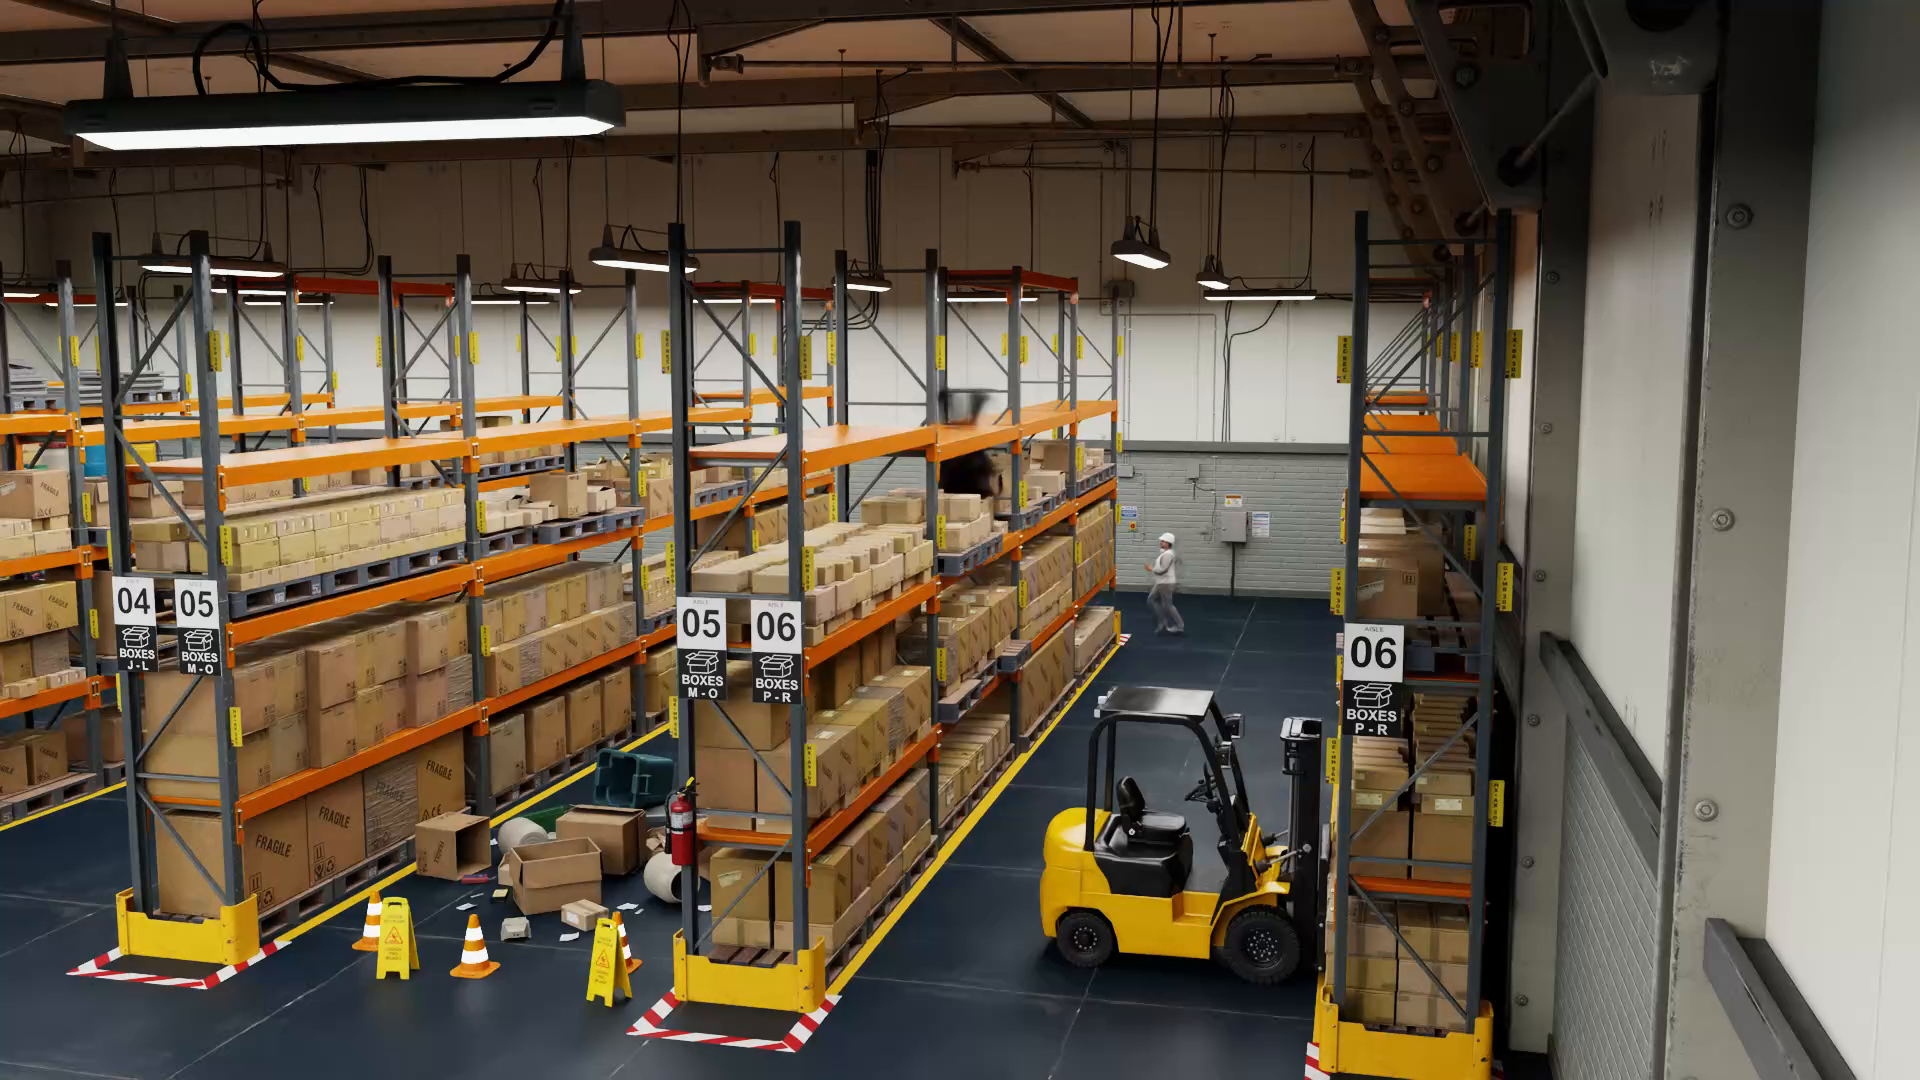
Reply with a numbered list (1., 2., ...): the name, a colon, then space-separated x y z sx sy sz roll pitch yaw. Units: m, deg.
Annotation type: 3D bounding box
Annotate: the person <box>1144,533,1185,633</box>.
1. person: 3.559 0.766 28.955 0.720 1.799 0.644 1 7 6
